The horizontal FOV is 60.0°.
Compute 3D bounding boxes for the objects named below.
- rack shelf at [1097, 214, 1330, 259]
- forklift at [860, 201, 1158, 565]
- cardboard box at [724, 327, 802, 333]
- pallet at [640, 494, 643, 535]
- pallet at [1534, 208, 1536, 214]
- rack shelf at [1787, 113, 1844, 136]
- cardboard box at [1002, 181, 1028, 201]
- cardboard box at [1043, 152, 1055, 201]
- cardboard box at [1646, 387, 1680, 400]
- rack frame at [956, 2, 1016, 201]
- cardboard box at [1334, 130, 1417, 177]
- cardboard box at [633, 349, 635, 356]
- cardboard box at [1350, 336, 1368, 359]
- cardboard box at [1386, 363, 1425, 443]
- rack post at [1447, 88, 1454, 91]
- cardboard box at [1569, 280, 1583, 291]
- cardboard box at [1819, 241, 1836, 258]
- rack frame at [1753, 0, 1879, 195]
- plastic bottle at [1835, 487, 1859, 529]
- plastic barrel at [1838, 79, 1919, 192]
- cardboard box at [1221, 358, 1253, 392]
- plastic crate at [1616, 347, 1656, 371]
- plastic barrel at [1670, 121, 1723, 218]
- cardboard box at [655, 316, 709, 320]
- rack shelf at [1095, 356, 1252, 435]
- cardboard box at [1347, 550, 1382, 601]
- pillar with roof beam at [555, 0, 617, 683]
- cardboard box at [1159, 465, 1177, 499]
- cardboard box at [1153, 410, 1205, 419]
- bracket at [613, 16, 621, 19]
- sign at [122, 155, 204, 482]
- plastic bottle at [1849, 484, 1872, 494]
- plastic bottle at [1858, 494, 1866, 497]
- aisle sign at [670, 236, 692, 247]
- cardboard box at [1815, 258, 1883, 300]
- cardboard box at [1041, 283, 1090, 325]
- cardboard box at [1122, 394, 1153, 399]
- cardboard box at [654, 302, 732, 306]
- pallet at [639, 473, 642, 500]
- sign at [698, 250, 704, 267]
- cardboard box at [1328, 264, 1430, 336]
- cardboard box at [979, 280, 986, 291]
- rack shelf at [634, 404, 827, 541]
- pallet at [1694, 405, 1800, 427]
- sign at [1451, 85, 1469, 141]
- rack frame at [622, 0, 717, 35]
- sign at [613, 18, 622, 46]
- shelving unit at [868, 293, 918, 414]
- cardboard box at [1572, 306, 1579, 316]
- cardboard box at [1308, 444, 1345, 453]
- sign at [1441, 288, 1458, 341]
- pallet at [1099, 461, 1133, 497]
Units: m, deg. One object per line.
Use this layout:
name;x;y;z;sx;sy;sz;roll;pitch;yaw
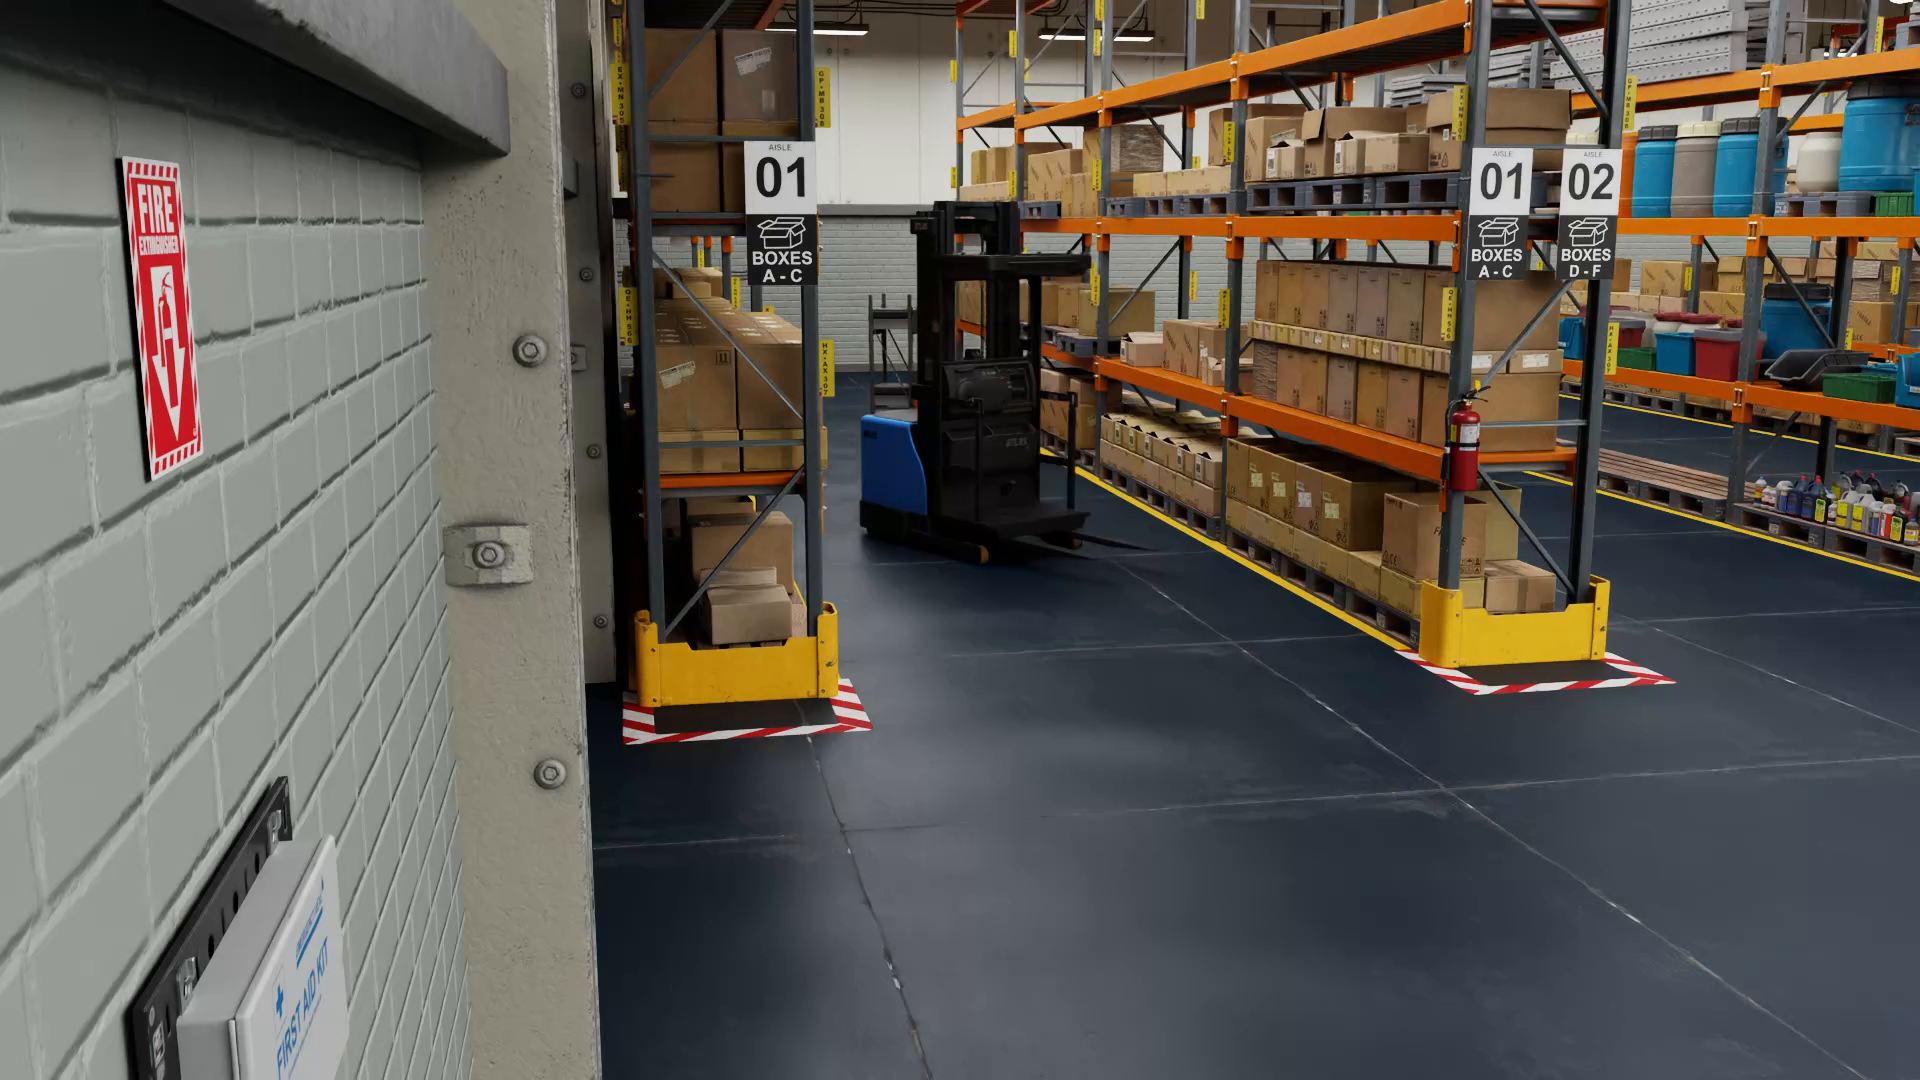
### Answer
rack shelf;2.388;-2.944;16.045;1.077;0.370;4.000;-2;11;-11
forklift;0.389;-1.335;13.872;1.130;2.935;3.031;-8;13;-36
cardboard box;-1.283;-1.132;10.963;0.500;0.500;0.500;-2;11;-13
pallet;-2.475;-0.274;15.569;1.003;0.211;1.213;-2;11;-11
pallet;6.805;-3.895;19.621;1.003;0.211;1.213;-2;11;-11
rack shelf;11.327;-5.315;21.545;1.077;0.370;4.000;-2;11;-11
cardboard box;0.860;-4.649;22.143;0.500;0.250;0.500;-2;11;-11
cardboard box;1.399;-4.486;20.562;0.600;0.600;0.600;-2;11;-12
cardboard box;10.889;-2.571;24.739;0.875;0.875;0.875;-2;11;-11
rack frame;0.443;-6.605;25.333;1.000;3.000;0.127;-2;11;-11
cardboard box;2.964;-2.732;11.747;0.500;0.311;0.500;-1;11;-4
cardboard box;-3.436;-2.132;18.492;0.380;0.149;0.250;-2;11;-13
cardboard box;3.040;-1.392;11.986;0.380;0.149;0.250;-2;11;-9
cardboard box;3.369;-0.955;11.424;0.700;0.500;0.500;-2;11;-10
rack post;6.599;-5.439;20.542;0.937;0.300;0.954;-1;11;-5
cardboard box;10.086;-4.269;26.703;0.500;0.500;0.500;-2;11;-12
cardboard box;14.872;-4.774;28.020;0.500;0.500;0.500;-2;11;-11
rack frame;7.636;-4.584;14.713;1.000;3.000;0.127;-2;11;-11
plastic bottle;7.505;-0.276;14.032;0.144;0.351;0.185;-2;11;-11
plastic barrel;7.725;-3.376;13.928;0.600;0.901;0.708;-2;11;-11
cardboard box;2.638;-1.472;14.811;0.500;0.250;0.500;-1;11;-7
plastic crate;7.020;-1.842;16.918;0.450;0.188;0.662;-2;11;-11
plastic barrel;7.197;-3.562;16.025;0.600;0.901;0.600;0;11;0
cardboard box;-2.098;-1.392;12.331;0.500;0.500;0.500;-2;11;-11
rack shelf;2.388;-1.471;16.325;1.077;0.370;4.000;-2;11;-11
cardboard box;3.051;0.242;11.634;0.500;0.250;0.500;-2;11;-11
pillar with roof beam;1.934;-3.743;10.297;9.100;9.000;0.400;-2;11;-11
cardboard box;2.215;-0.565;15.874;0.500;0.250;0.500;-2;11;-10
cardboard box;2.342;-1.235;17.893;0.500;0.311;0.500;-2;11;-10
bracket;-5.983;-9.180;29.234;0.235;0.232;0.430;-2;11;-11
sign;-0.774;-0.218;1.622;0.001;0.298;0.199;-2;11;-11
plastic bottle;7.941;-0.362;14.684;0.152;0.276;0.135;-2;11;-11
plastic bottle;7.646;-0.249;14.091;0.152;0.276;0.135;-2;11;-11
aisle sign;-4.135;-4.779;24.828;0.394;0.787;0.004;-2;11;-11
cardboard box;11.466;-3.347;21.307;0.797;0.503;0.637;-2;11;-10
cardboard box;1.289;-2.961;20.841;0.700;0.500;0.500;0;11;-2
cardboard box;1.990;-1.461;19.859;0.500;0.500;0.500;-2;11;-12
cardboard box;-2.494;-1.962;15.537;0.700;0.500;0.500;-2;11;-11
pallet;-2.709;-0.497;16.743;1.003;0.211;1.213;-2;11;-11
sign;-3.881;-4.180;24.904;0.100;0.325;0.005;-2;11;-11
cardboard box;3.162;-1.786;12.323;0.700;0.500;0.500;-2;11;-11
cardboard box;0.572;-3.827;23.839;0.500;0.500;0.500;-2;11;-12
rack shelf;-1.693;-0.556;11.521;1.077;0.370;4.000;-2;11;-11
pallet;11.162;-1.776;23.460;1.003;0.211;1.213;-2;11;-11
sign;3.020;-2.576;10.030;0.100;0.325;0.005;-2;11;-11
rack frame;-2.860;-4.957;16.674;1.000;3.000;0.127;-2;11;-11
sign;-4.187;-6.212;20.344;0.100;0.325;0.005;-2;11;-11
shelving unit;-0.579;-1.244;15.579;0.431;2.100;0.503;1;10;12
cardboard box;10.059;-3.676;26.657;0.380;0.149;0.250;-2;11;-12
cardboard box;3.167;-0.512;13.589;0.500;0.500;0.500;-2;11;-11
sign;3.020;-1.392;10.256;0.100;0.325;0.005;-2;11;-11
pallet;2.120;-0.669;17.645;1.003;0.211;1.213;-2;11;-11
